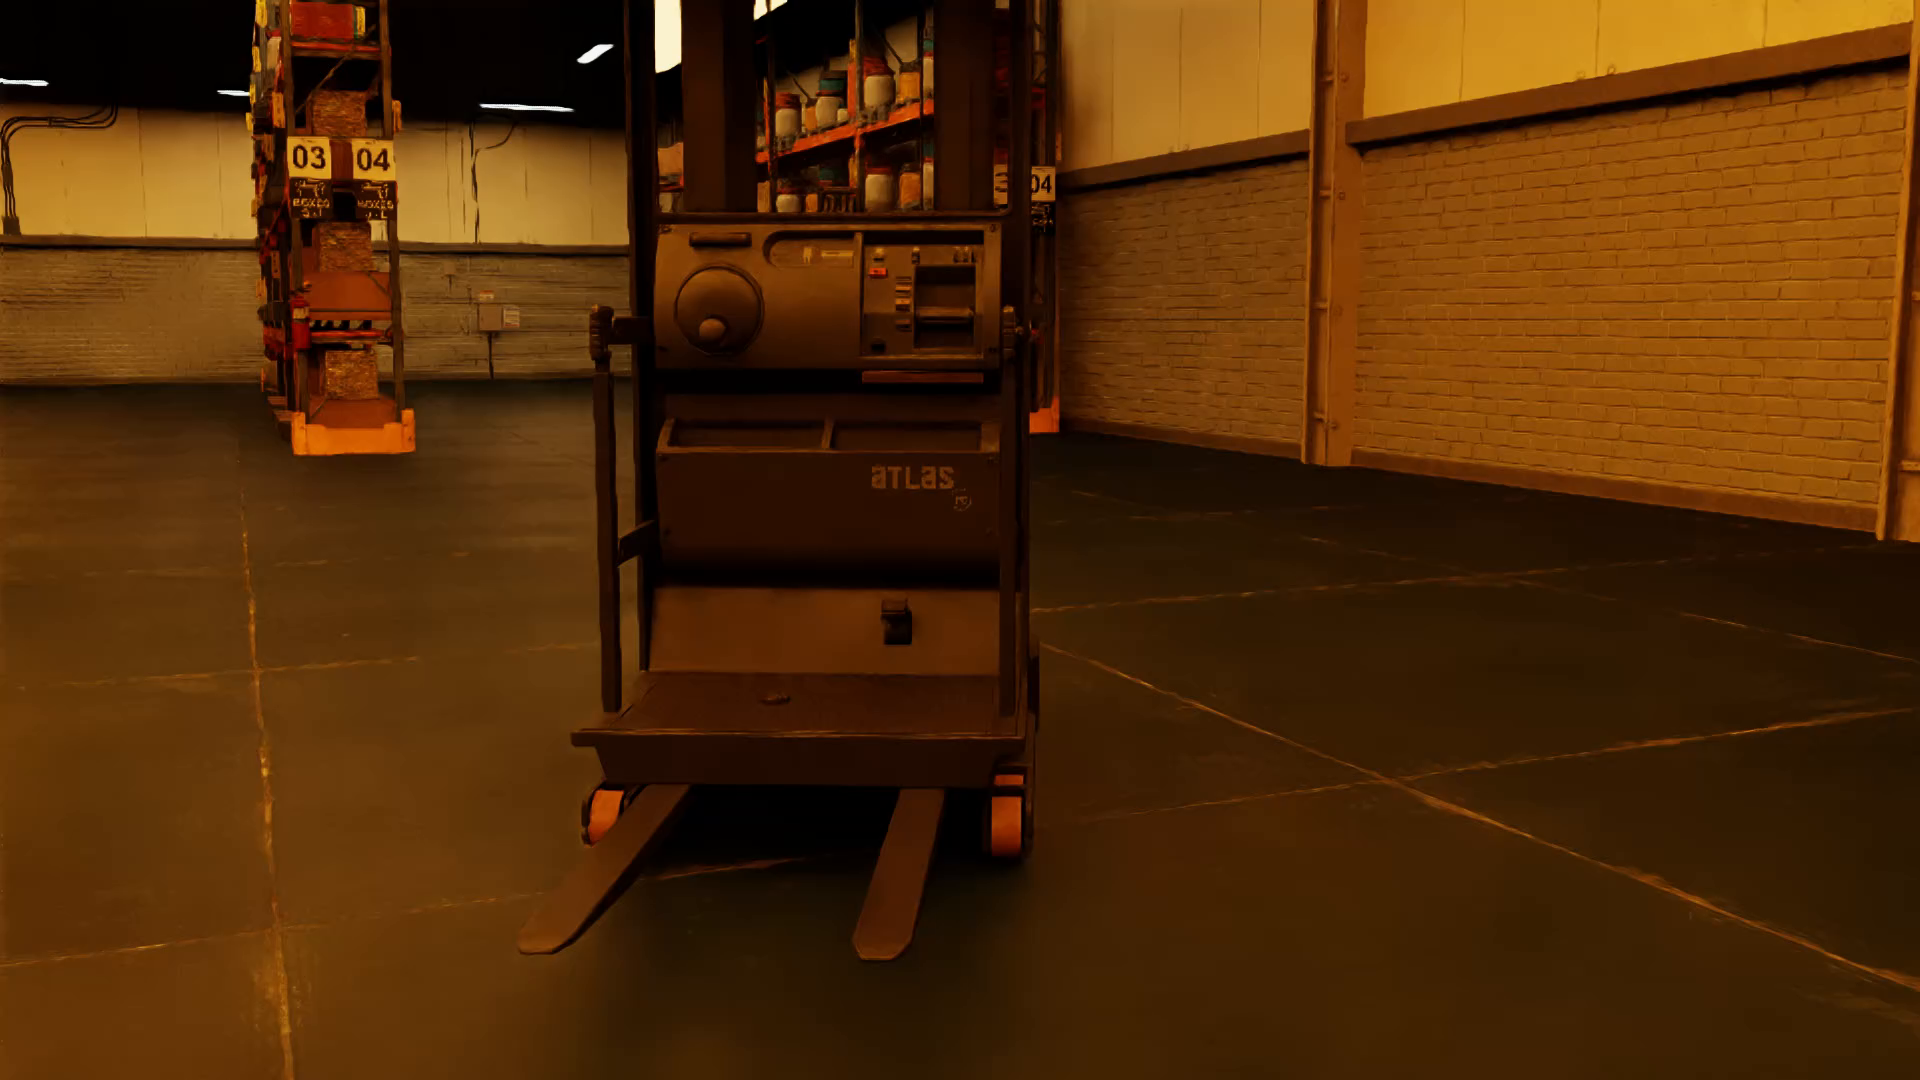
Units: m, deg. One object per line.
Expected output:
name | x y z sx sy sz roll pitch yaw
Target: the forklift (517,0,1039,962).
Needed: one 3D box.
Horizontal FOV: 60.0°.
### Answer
forklift | -0.363 -0.701 4.256 1.130 2.935 3.031 0 8 3
